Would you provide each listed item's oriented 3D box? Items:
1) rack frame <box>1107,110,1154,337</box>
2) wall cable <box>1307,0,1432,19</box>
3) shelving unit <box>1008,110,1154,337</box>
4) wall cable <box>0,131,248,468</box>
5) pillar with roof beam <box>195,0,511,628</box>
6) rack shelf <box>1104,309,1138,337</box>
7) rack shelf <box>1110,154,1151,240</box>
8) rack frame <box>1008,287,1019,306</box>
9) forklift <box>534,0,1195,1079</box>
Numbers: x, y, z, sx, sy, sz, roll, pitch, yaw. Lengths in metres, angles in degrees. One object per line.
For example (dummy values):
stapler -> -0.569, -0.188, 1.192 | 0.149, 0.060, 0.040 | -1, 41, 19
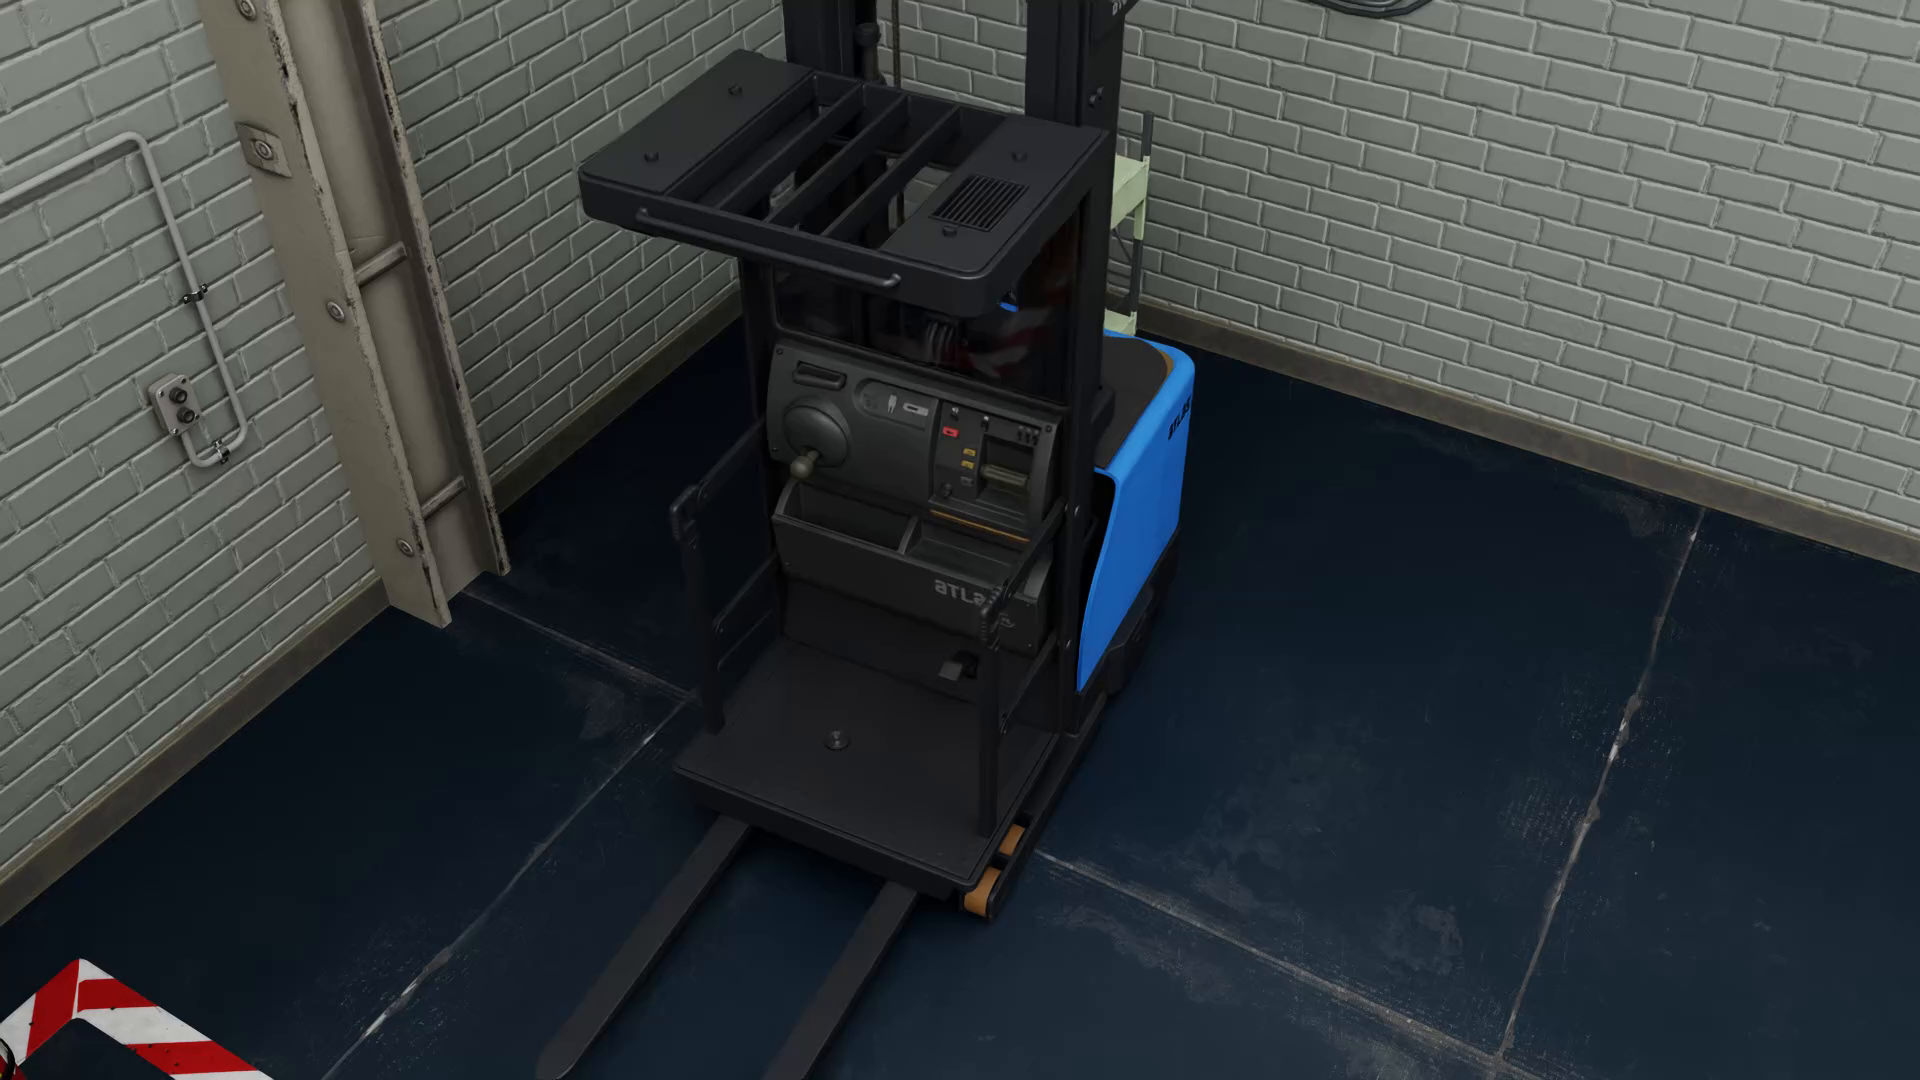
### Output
rack frame -> 0.564, -1.129, 6.897 | 0.400, 1.500, 0.023 | 22, 46, 23
wall cable -> 0.523, -3.324, 6.065 | 3.097, 2.526, 0.112 | 21, 45, 22
shelving unit -> 0.373, -0.923, 6.663 | 0.431, 1.500, 0.755 | 22, 46, 23
wall cable -> -2.795, -0.546, 4.332 | 0.084, 1.984, 1.851 | 21, 45, 22
pillar with roof beam -> 1.713, -1.778, 1.960 | 9.100, 9.000, 0.400 | 21, 45, 22
rack shelf -> 0.373, -0.678, 6.879 | 0.431, 0.370, 0.720 | 22, 46, 23
rack shelf -> 0.373, -1.216, 6.405 | 0.431, 0.370, 0.720 | 22, 46, 23
rack frame -> 0.182, -0.717, 6.429 | 0.400, 1.500, 0.023 | 22, 46, 23
forklift -> -0.246, -0.222, 4.784 | 1.130, 2.935, 3.031 | 18, 44, 19
